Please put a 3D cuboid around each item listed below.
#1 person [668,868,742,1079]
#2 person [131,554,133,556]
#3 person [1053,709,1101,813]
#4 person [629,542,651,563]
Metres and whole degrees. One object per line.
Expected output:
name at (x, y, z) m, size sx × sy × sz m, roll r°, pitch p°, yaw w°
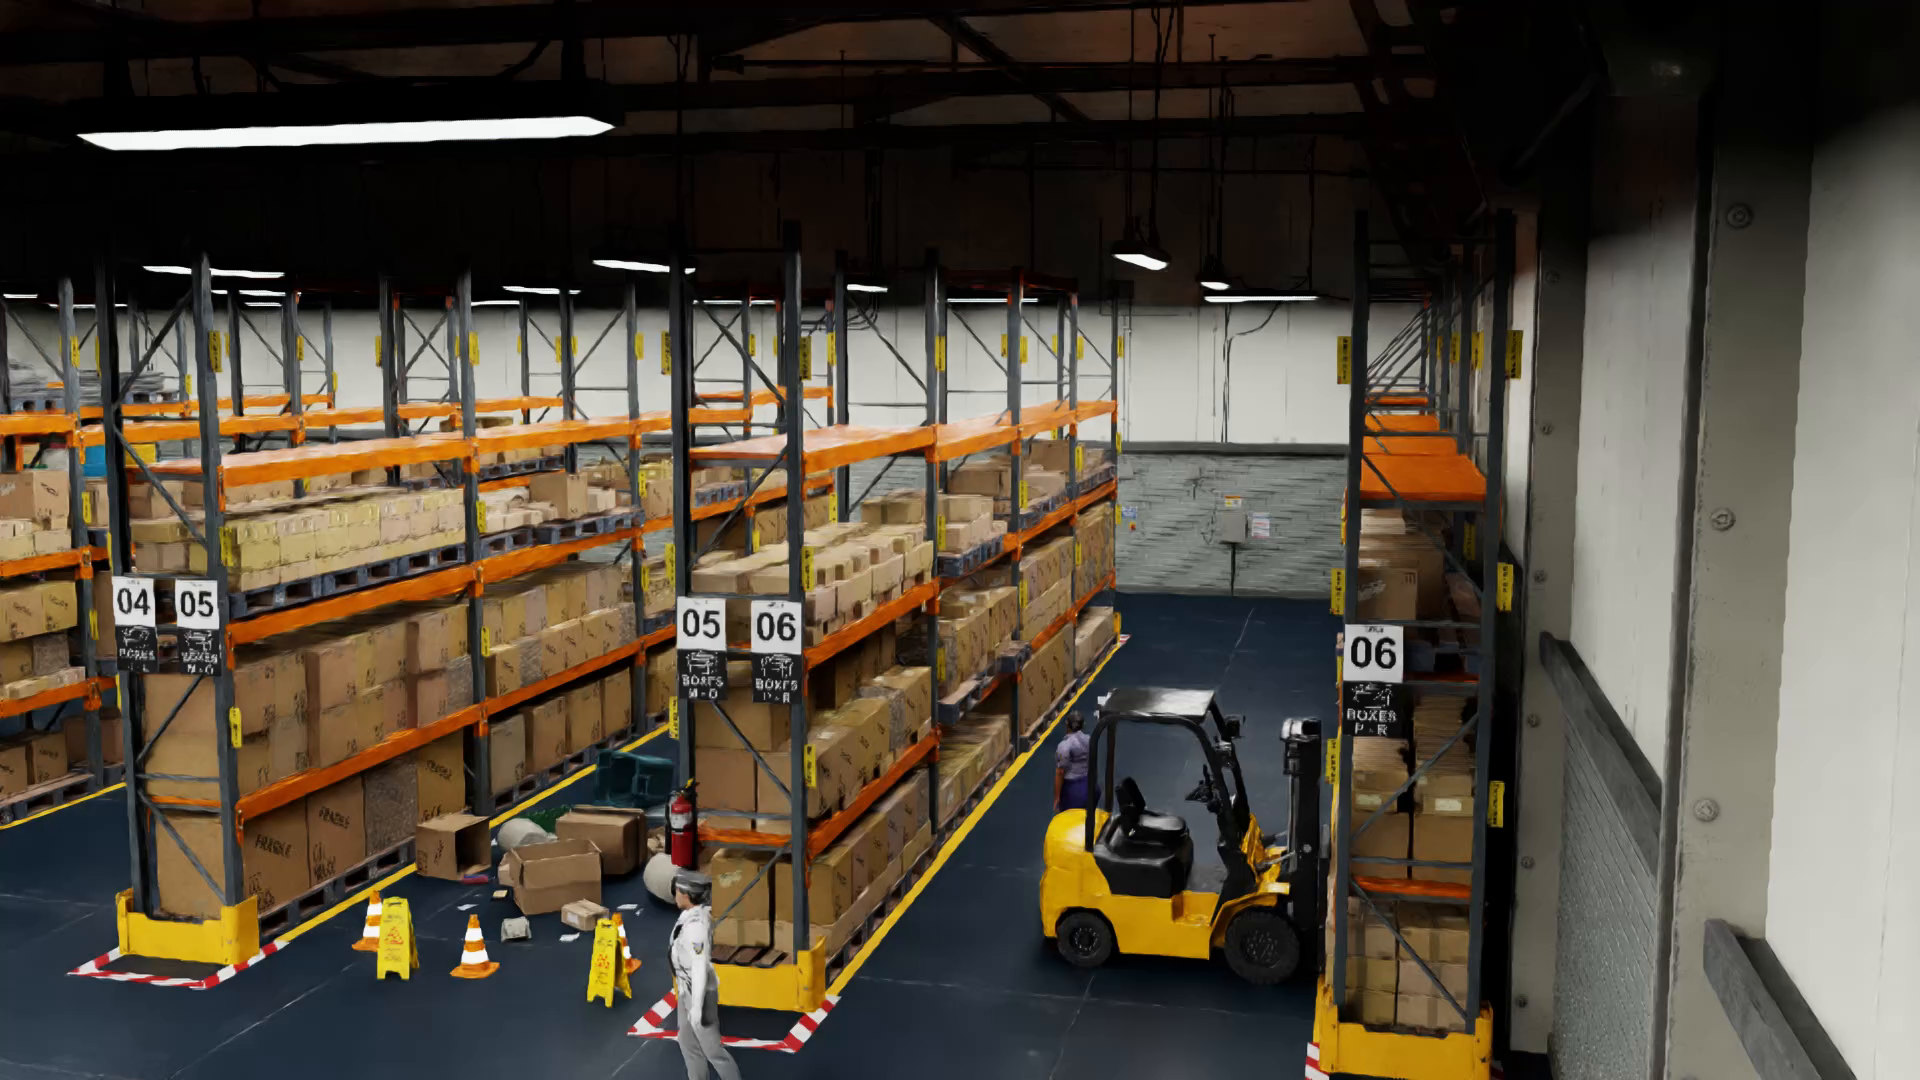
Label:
person at (-1.681, 3.009, 11.061) m, size 0.515 × 1.665 × 0.570 m, roll -2°, pitch 7°, yaw -12°
person at (-14.519, 0.726, 29.373) m, size 0.598 × 1.698 × 1.194 m, roll 2°, pitch 7°, yaw 16°
person at (1.082, 2.419, 15.813) m, size 0.598 × 1.644 × 0.556 m, roll -7°, pitch 10°, yaw -45°
person at (-5.429, 0.849, 28.475) m, size 0.575 × 1.689 × 1.128 m, roll 1°, pitch 7°, yaw 11°
